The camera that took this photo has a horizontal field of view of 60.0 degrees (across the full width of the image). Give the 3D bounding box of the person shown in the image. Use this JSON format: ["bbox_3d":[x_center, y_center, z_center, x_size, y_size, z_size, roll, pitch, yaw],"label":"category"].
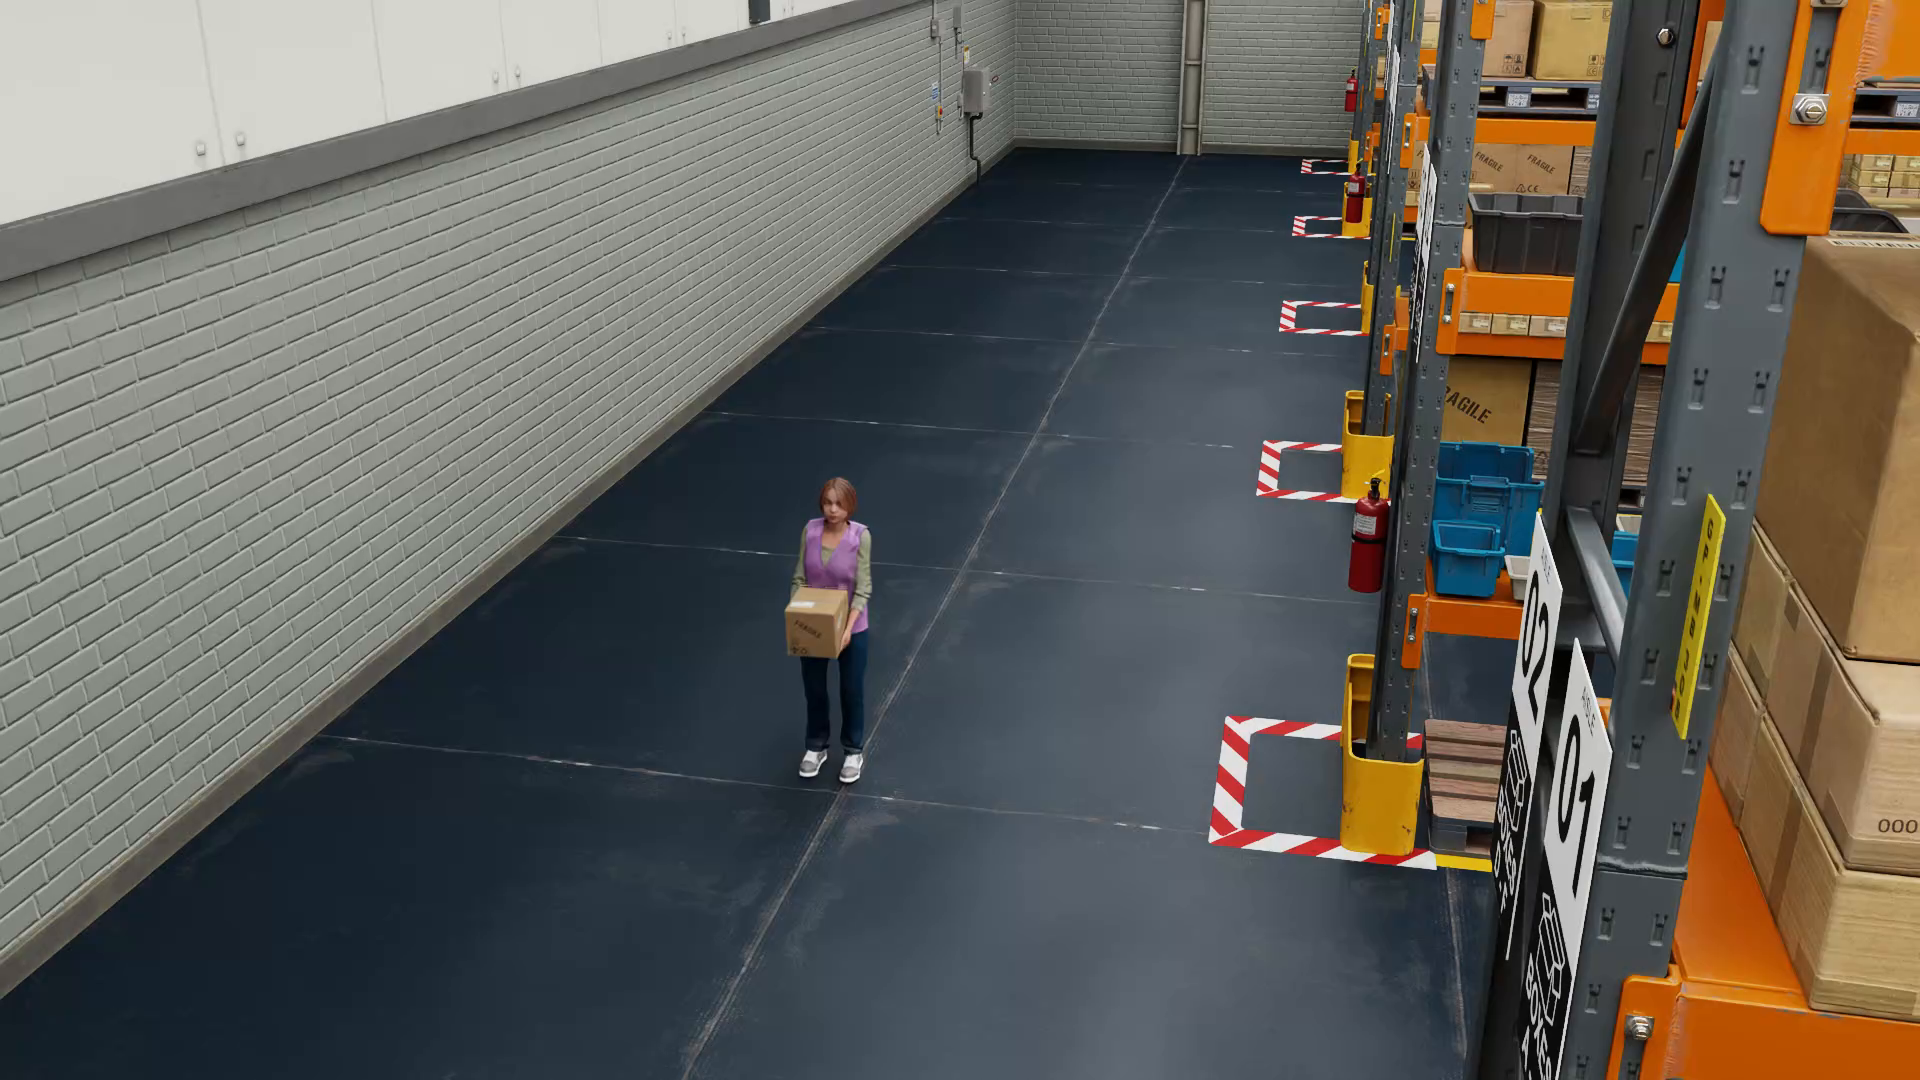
[{"bbox_3d":[-0.646,0.482,8.398,0.410,1.596,0.484,4,22,11],"label":"person"}]
